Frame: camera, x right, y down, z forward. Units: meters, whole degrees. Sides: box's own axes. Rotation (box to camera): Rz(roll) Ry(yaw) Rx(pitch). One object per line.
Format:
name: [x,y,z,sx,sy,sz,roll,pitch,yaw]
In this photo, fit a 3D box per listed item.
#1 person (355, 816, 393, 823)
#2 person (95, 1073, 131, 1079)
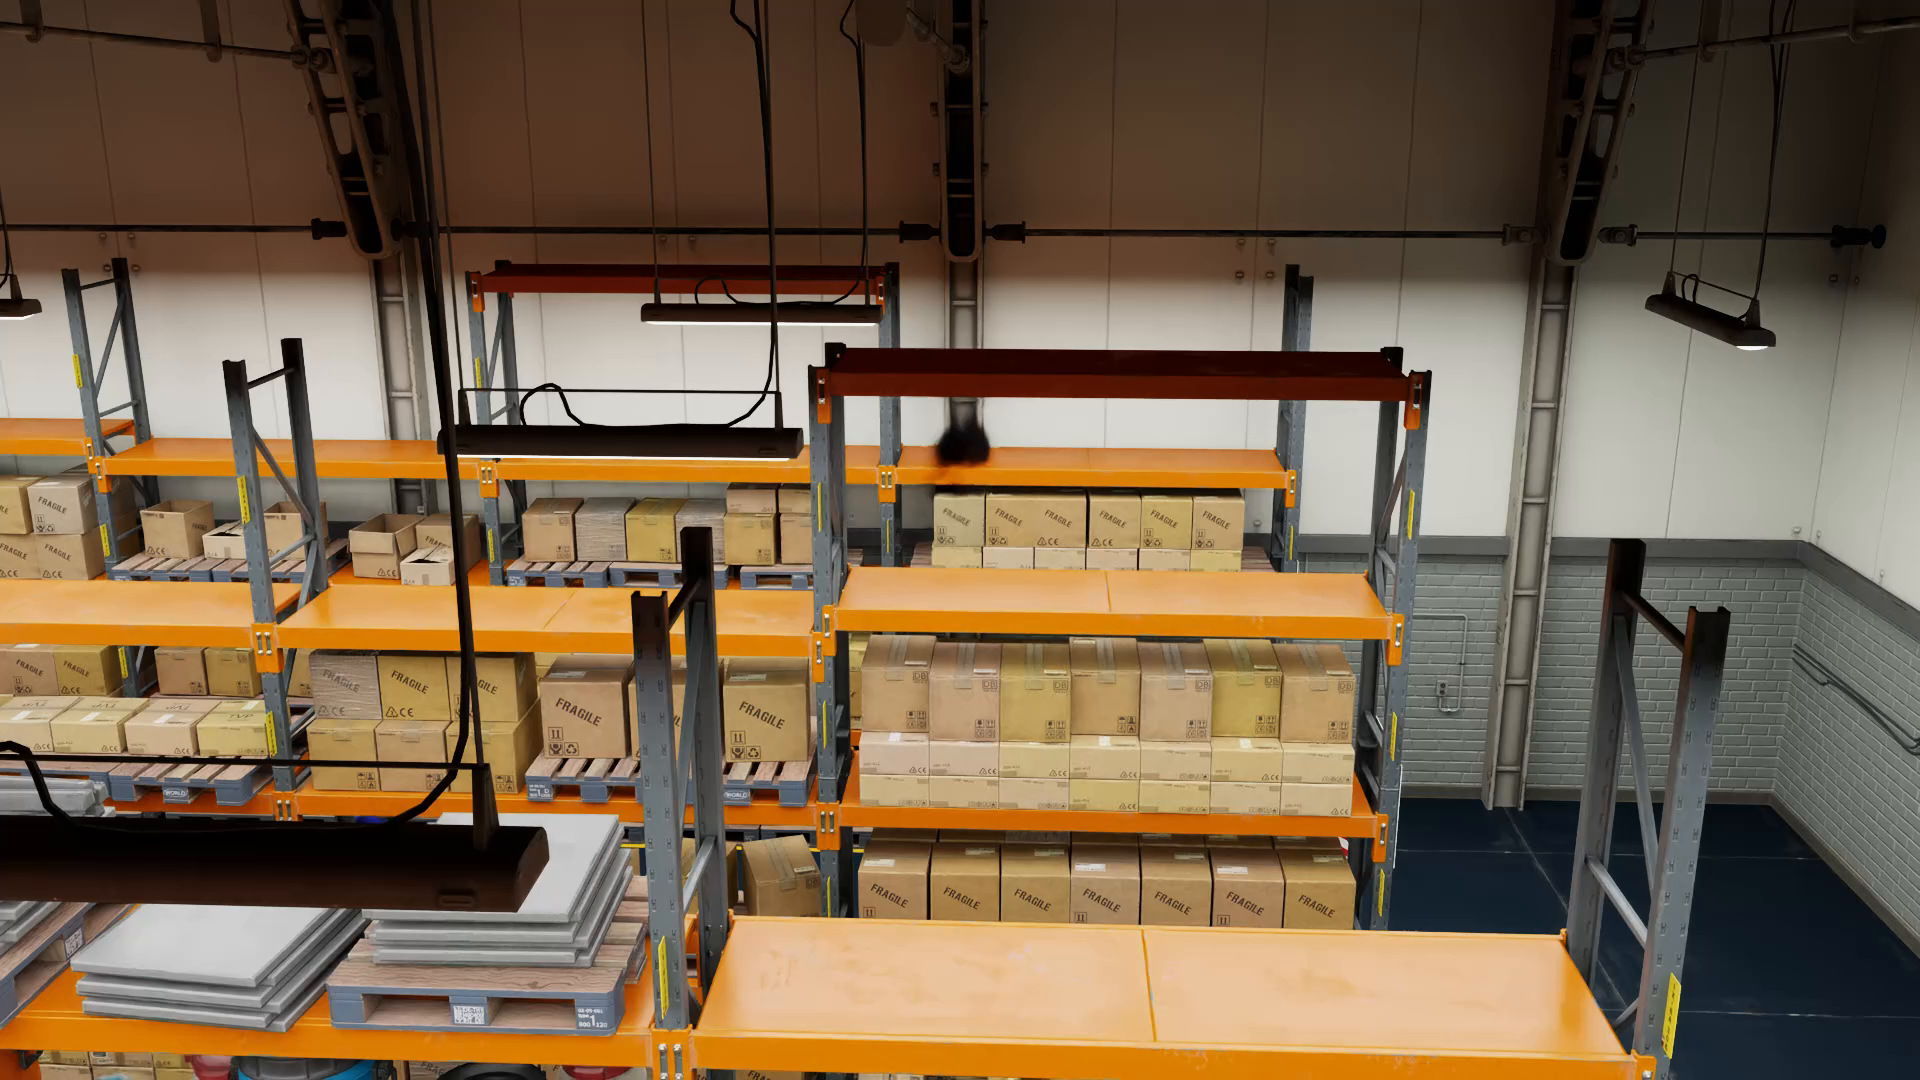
person: [-5.448,3.039,15.563,0.749,1.481,0.561,4,17,12]
person: [-5.265,4.282,11.111,1.049,1.495,0.610,2,16,7]
